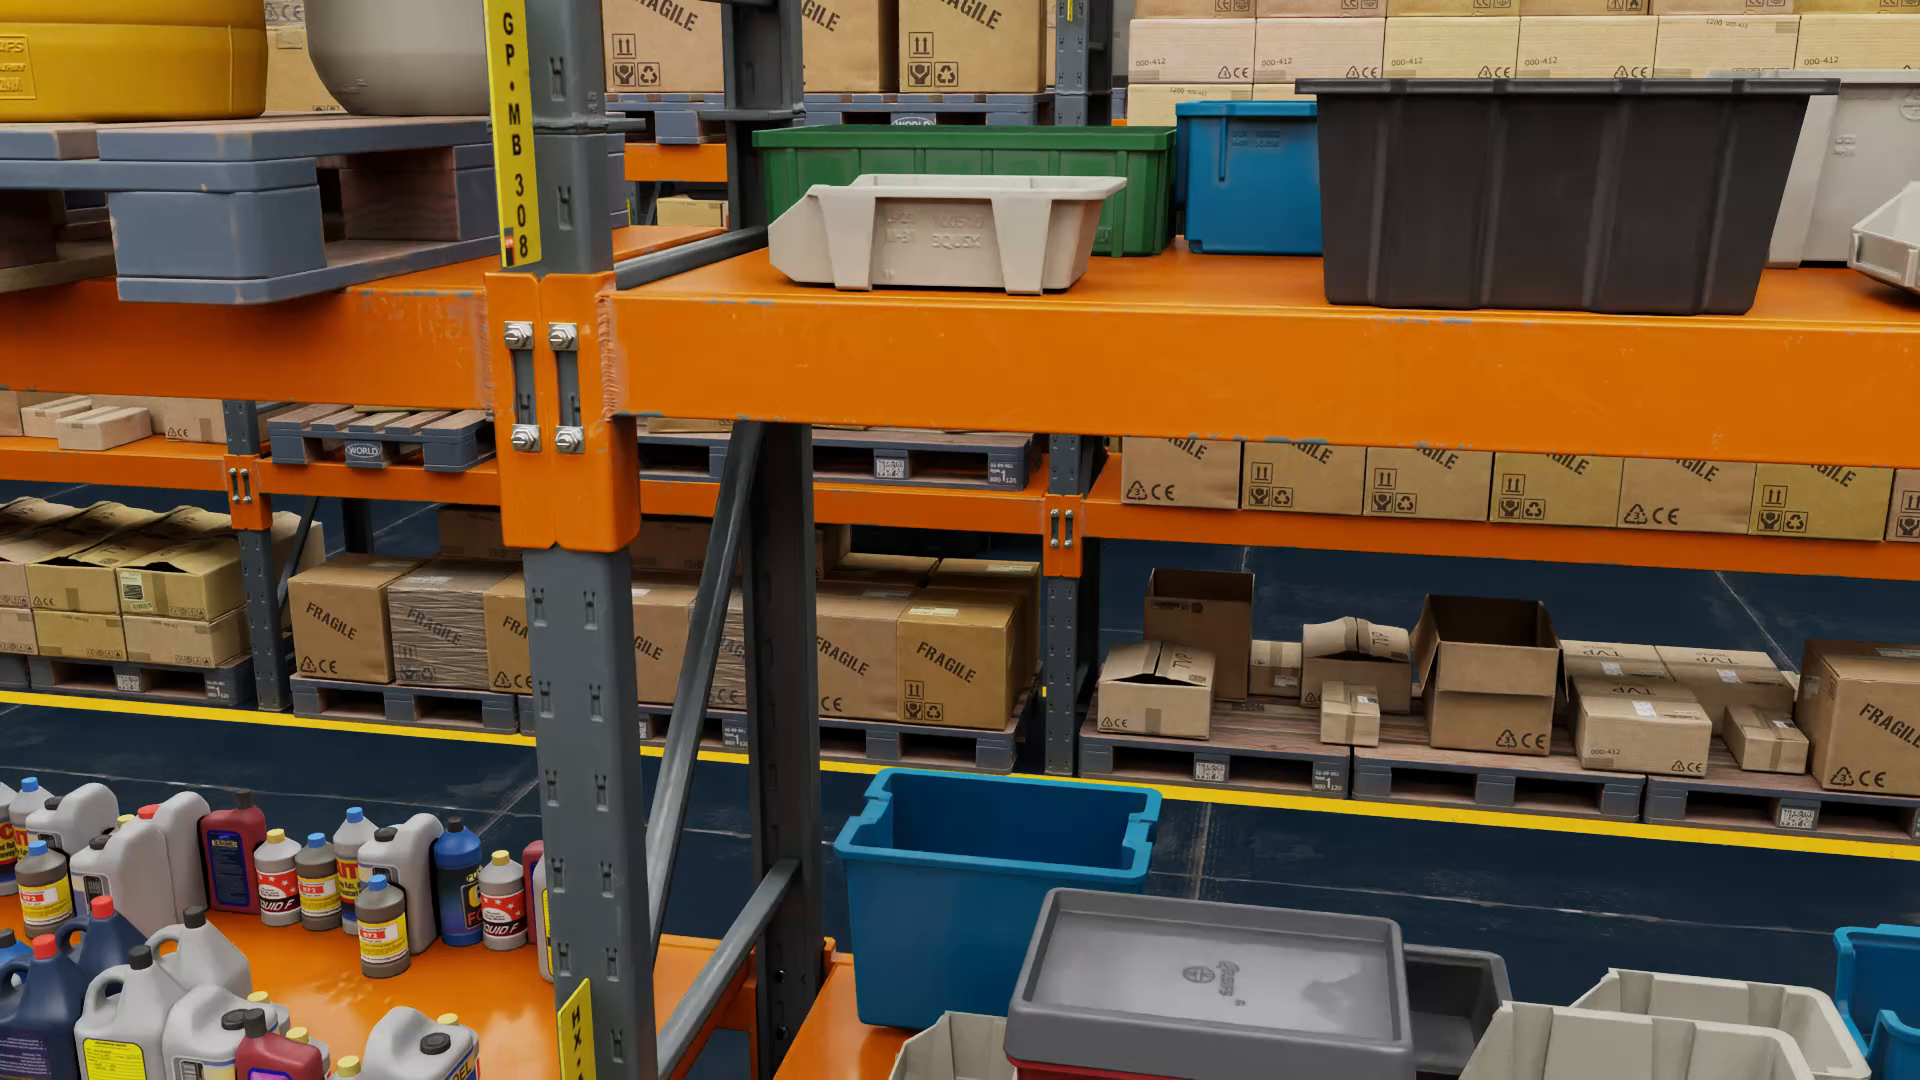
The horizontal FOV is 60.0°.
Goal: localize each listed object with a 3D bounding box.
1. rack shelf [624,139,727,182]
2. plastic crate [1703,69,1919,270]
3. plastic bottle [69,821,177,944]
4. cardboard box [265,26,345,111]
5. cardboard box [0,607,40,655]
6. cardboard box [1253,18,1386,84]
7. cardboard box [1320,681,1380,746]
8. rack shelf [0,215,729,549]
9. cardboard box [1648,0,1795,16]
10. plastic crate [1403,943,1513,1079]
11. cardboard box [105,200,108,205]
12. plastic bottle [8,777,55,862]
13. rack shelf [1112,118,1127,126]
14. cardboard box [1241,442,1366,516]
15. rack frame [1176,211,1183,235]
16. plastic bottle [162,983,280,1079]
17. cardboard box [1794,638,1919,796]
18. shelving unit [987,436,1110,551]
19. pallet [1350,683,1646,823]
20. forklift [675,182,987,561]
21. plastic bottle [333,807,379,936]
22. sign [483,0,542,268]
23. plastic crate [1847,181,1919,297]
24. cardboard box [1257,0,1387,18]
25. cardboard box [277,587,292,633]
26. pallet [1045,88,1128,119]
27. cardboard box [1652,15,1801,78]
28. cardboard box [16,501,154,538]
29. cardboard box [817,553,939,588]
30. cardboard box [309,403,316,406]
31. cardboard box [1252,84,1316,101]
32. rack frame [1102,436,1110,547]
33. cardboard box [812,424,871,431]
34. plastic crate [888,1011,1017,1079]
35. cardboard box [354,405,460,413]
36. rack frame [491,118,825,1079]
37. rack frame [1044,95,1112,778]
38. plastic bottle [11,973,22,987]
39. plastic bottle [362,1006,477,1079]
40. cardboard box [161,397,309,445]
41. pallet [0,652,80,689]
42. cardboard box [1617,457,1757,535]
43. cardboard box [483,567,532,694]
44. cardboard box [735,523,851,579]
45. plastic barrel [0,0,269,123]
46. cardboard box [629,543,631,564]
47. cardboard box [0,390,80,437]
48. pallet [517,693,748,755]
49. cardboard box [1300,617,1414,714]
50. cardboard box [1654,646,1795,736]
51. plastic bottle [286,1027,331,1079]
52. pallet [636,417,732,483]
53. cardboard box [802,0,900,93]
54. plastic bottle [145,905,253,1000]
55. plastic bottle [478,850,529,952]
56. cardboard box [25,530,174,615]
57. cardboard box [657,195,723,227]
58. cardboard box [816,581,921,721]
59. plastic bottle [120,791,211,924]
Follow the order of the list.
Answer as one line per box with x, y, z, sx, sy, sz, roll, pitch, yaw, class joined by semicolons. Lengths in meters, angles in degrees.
-1.412;-1.701;7.743;4.000;0.370;1.077;3;16;11;rack shelf
1.366;-0.575;2.550;0.530;0.282;0.437;3;16;11;plastic crate
-1.758;0.726;3.486;0.135;0.276;0.152;3;16;11;plastic bottle
-2.938;-2.188;7.966;0.500;0.500;0.910;3;16;11;cardboard box
-4.934;0.396;8.808;0.500;0.250;0.500;3;16;12;cardboard box
1.465;-1.993;6.794;0.500;0.250;0.500;3;16;11;cardboard box
1.766;0.780;7.541;0.250;0.166;0.380;3;16;11;cardboard box
-2.403;-0.406;3.066;4.000;0.370;1.077;3;16;11;rack shelf
2.976;-2.329;6.602;0.500;0.500;0.700;3;16;11;cardboard box
0.707;0.893;3.054;0.590;0.125;0.437;3;16;11;plastic crate
-7.233;-2.624;14.186;0.500;0.500;0.500;3;16;11;cardboard box
-2.064;0.662;3.722;0.097;0.271;0.097;0;15;0;plastic bottle
-0.429;-2.997;12.422;4.000;0.370;1.077;3;16;11;rack shelf
1.495;-0.419;7.199;0.500;0.500;0.500;3;16;12;cardboard box
1.531;-1.792;12.342;0.127;3.000;1.000;3;16;11;rack frame
-1.252;0.904;2.843;0.135;0.276;0.152;3;16;11;plastic bottle
3.886;0.745;7.042;0.500;0.500;0.500;3;16;11;cardboard box
0.597;-0.674;11.115;0.755;1.500;0.431;4;16;15;shelving unit
2.420;0.949;7.671;1.213;0.211;1.003;3;16;11;pallet
-1.261;-1.476;11.329;3.031;2.935;1.130;4;16;15;forklift
-1.287;0.705;3.570;0.097;0.271;0.097;0;15;0;plastic bottle
-0.555;-0.506;2.065;0.005;0.325;0.100;3;16;11;sign
1.402;-0.351;2.015;0.530;0.136;0.437;3;16;11;plastic crate
1.494;-2.392;6.829;0.500;0.500;0.700;3;16;11;cardboard box
-3.827;0.309;9.120;0.500;0.250;0.500;3;16;11;cardboard box
0.623;-3.181;12.097;1.217;0.209;0.805;2;16;9;pallet
2.934;-1.912;6.501;0.500;0.250;0.500;3;16;11;cardboard box
-4.843;-0.014;9.239;0.500;0.311;0.500;3;16;10;cardboard box
-0.403;0.382;8.353;0.500;0.500;0.500;3;16;12;cardboard box
-5.067;-1.176;13.976;0.500;0.500;0.700;3;16;10;cardboard box
1.464;-1.751;6.856;0.500;0.250;0.500;3;16;11;cardboard box
0.950;-0.648;11.022;0.023;1.500;0.400;4;16;15;rack frame
-0.558;-0.850;7.968;0.500;0.500;0.700;6;16;20;cardboard box
-0.015;0.960;2.789;0.243;0.136;0.396;3;16;11;plastic crate
-2.733;-0.955;8.348;0.500;0.500;0.700;-2;16;-8;cardboard box
-0.443;0.800;2.986;0.127;3.000;1.000;3;16;11;rack frame
0.548;-0.496;7.663;0.127;3.000;1.000;3;16;11;rack frame
-1.746;0.877;2.940;0.135;0.276;0.152;3;16;11;plastic bottle
-0.894;0.923;2.773;0.135;0.276;0.152;3;16;11;plastic bottle
-3.720;-0.697;8.554;0.500;0.311;0.500;4;16;15;cardboard box
-5.363;0.516;9.235;1.213;0.211;1.003;3;16;11;pallet
2.977;-0.339;6.908;0.500;0.500;0.500;3;16;12;cardboard box
-1.978;0.437;8.153;0.500;0.500;0.500;3;16;10;cardboard box
-0.858;-0.007;8.353;0.500;0.250;0.500;3;16;11;cardboard box
-1.378;-0.934;2.488;0.600;0.588;0.600;0;15;0;plastic barrel
-1.902;0.300;8.649;0.500;0.500;0.500;3;16;9;cardboard box
-5.020;-0.842;8.725;0.500;0.500;0.500;2;16;8;cardboard box
-1.456;0.750;8.388;1.213;0.211;1.003;3;16;11;pallet
1.898;0.584;7.978;0.500;0.311;0.500;3;16;11;cardboard box
3.501;0.700;7.672;0.500;0.250;0.500;3;16;11;cardboard box
-1.131;0.937;2.863;0.097;0.201;0.097;0;15;0;plastic bottle
-1.465;-0.514;8.088;1.213;0.211;1.003;3;16;11;pallet
-0.591;-2.316;7.453;0.600;0.600;0.600;3;16;10;cardboard box
-1.380;0.822;2.996;0.185;0.351;0.144;3;16;11;plastic bottle
-0.965;0.756;3.517;0.097;0.201;0.097;0;15;0;plastic bottle
-4.445;0.154;8.629;0.500;0.311;0.500;3;16;10;cardboard box
-1.967;-2.474;12.618;0.500;0.250;0.500;3;16;12;cardboard box
-0.476;0.517;7.865;0.500;0.500;0.500;3;16;11;cardboard box
-1.728;0.686;3.629;0.135;0.276;0.152;3;16;11;plastic bottle
